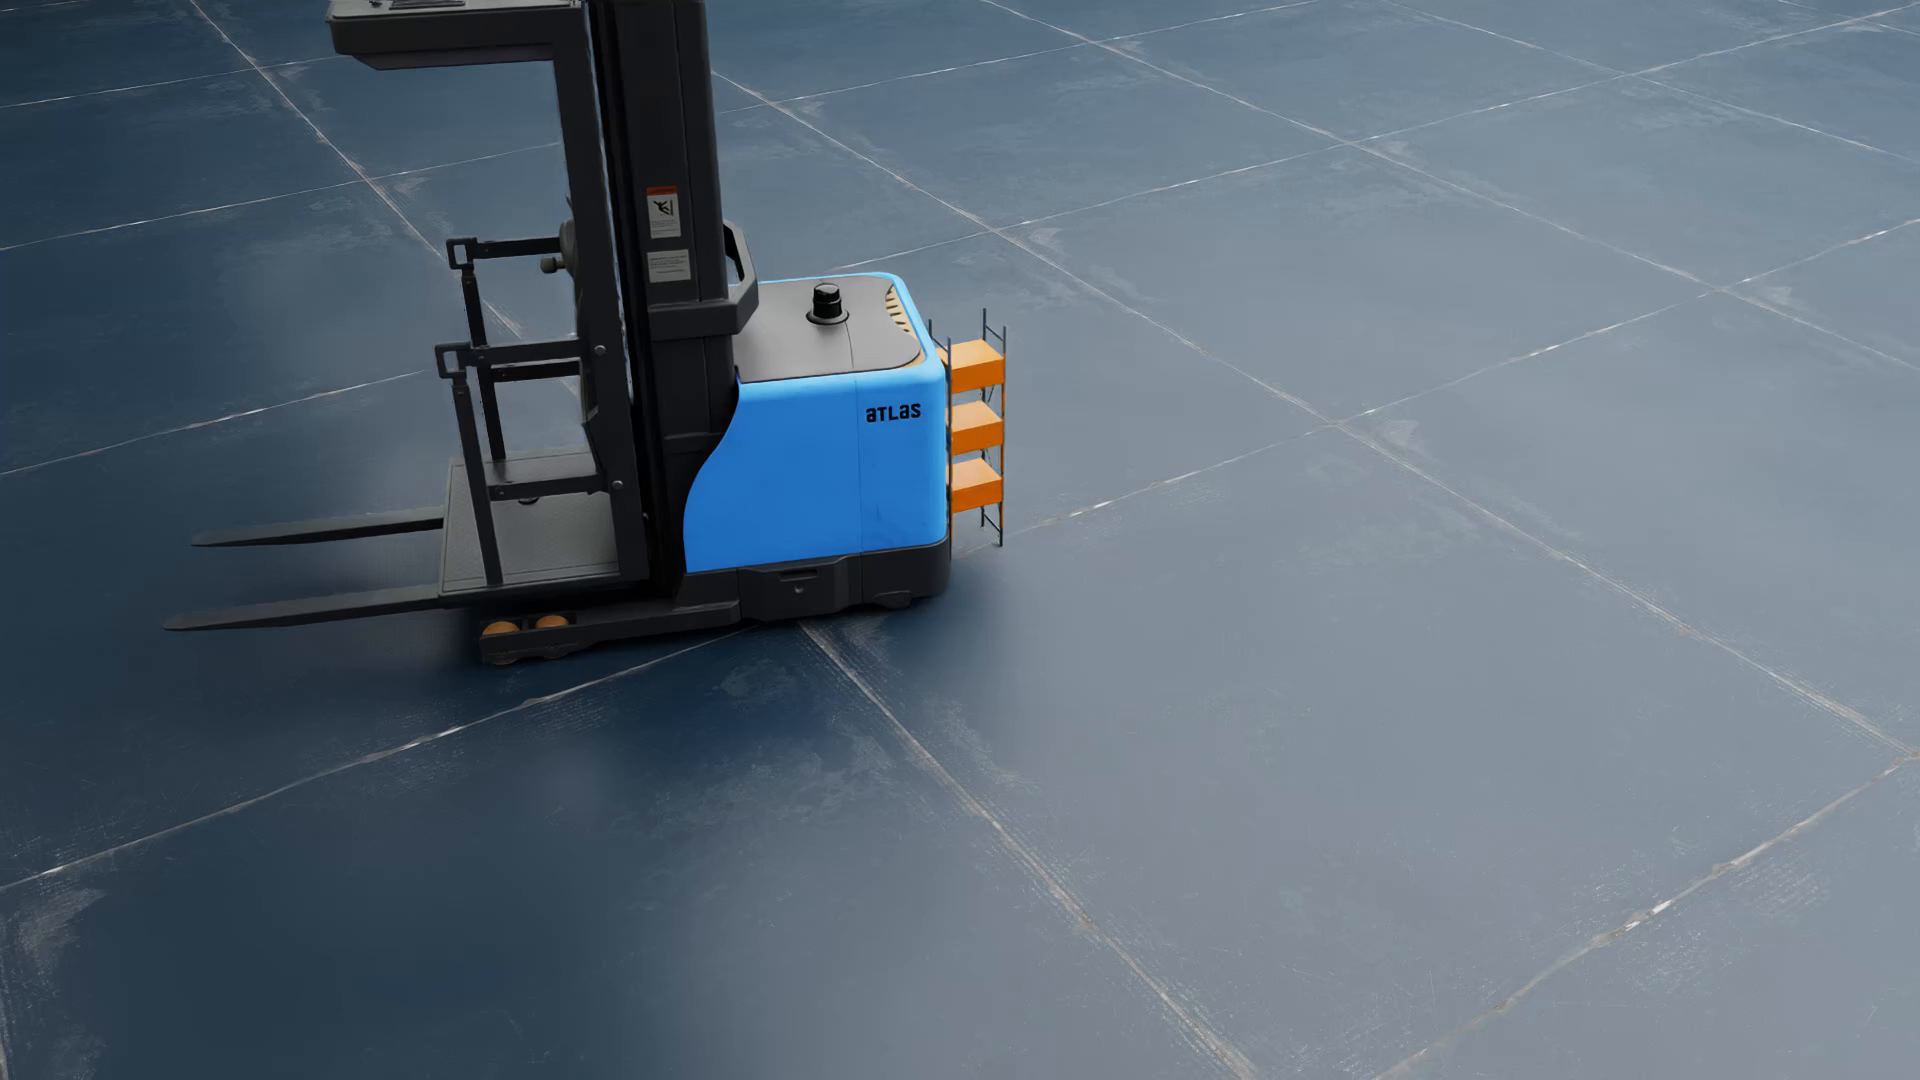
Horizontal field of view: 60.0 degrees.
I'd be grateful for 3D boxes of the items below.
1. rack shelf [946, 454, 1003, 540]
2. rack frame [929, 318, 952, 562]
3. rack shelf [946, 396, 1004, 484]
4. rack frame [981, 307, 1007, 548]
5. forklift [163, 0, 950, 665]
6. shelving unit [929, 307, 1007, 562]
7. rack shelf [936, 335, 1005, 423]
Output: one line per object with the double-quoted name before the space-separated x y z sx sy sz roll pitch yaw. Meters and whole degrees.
"rack shelf" 0.030 -0.185 7.100 0.240 0.259 0.215 -14 35 -21
"rack frame" -0.081 -0.401 6.902 0.008 1.050 0.200 -14 35 -21
"rack shelf" 0.030 -0.420 6.951 0.240 0.259 0.215 -14 35 -21
"rack frame" 0.140 -0.457 6.990 0.008 1.050 0.200 -14 35 -21
"forklift" -1.614 -1.063 6.188 3.031 2.935 1.130 -7 33 -10
"shelving unit" 0.030 -0.429 6.946 0.252 1.050 0.215 -14 35 -21
"rack shelf" 0.030 -0.660 6.800 0.240 0.259 0.215 -14 35 -21
